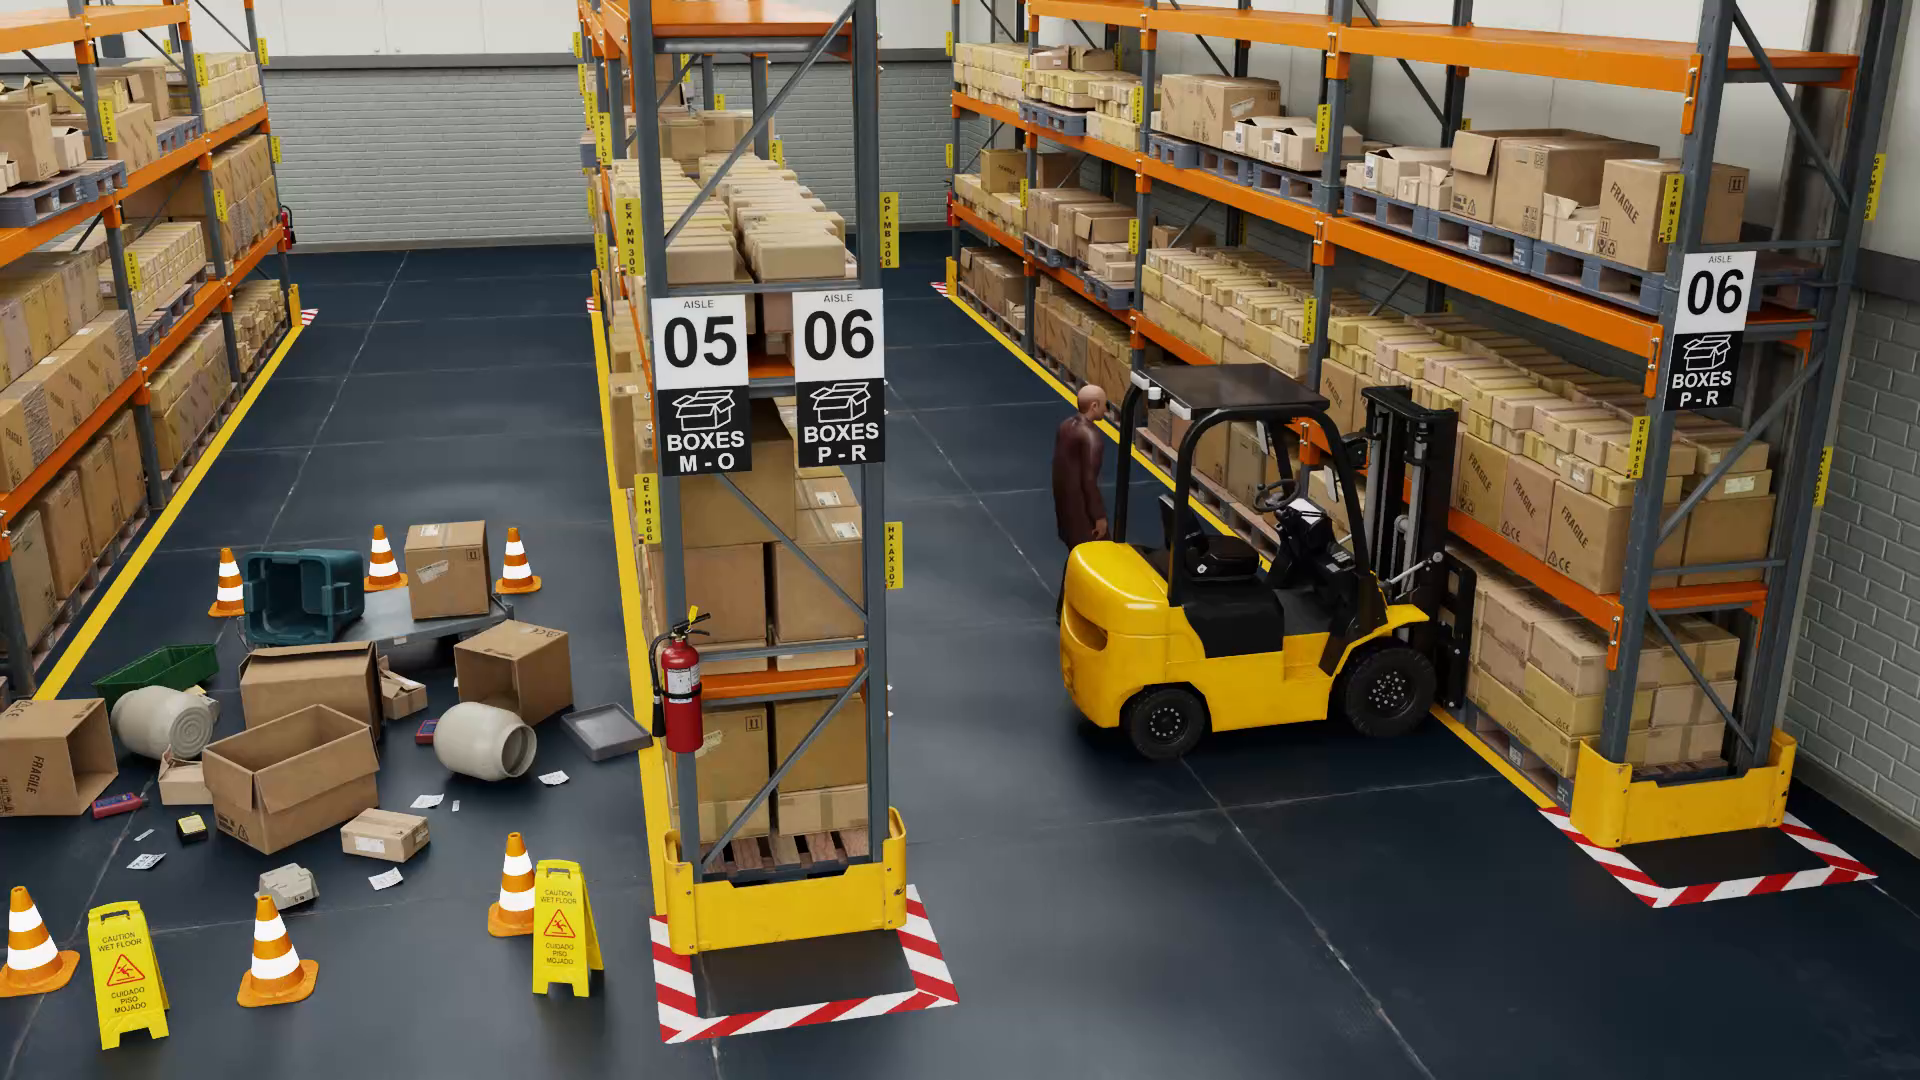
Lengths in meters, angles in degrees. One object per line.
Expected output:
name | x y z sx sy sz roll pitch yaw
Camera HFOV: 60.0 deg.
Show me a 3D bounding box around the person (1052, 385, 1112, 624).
person | 0.870 -0.217 11.712 0.429 1.772 0.644 -6 20 -15
